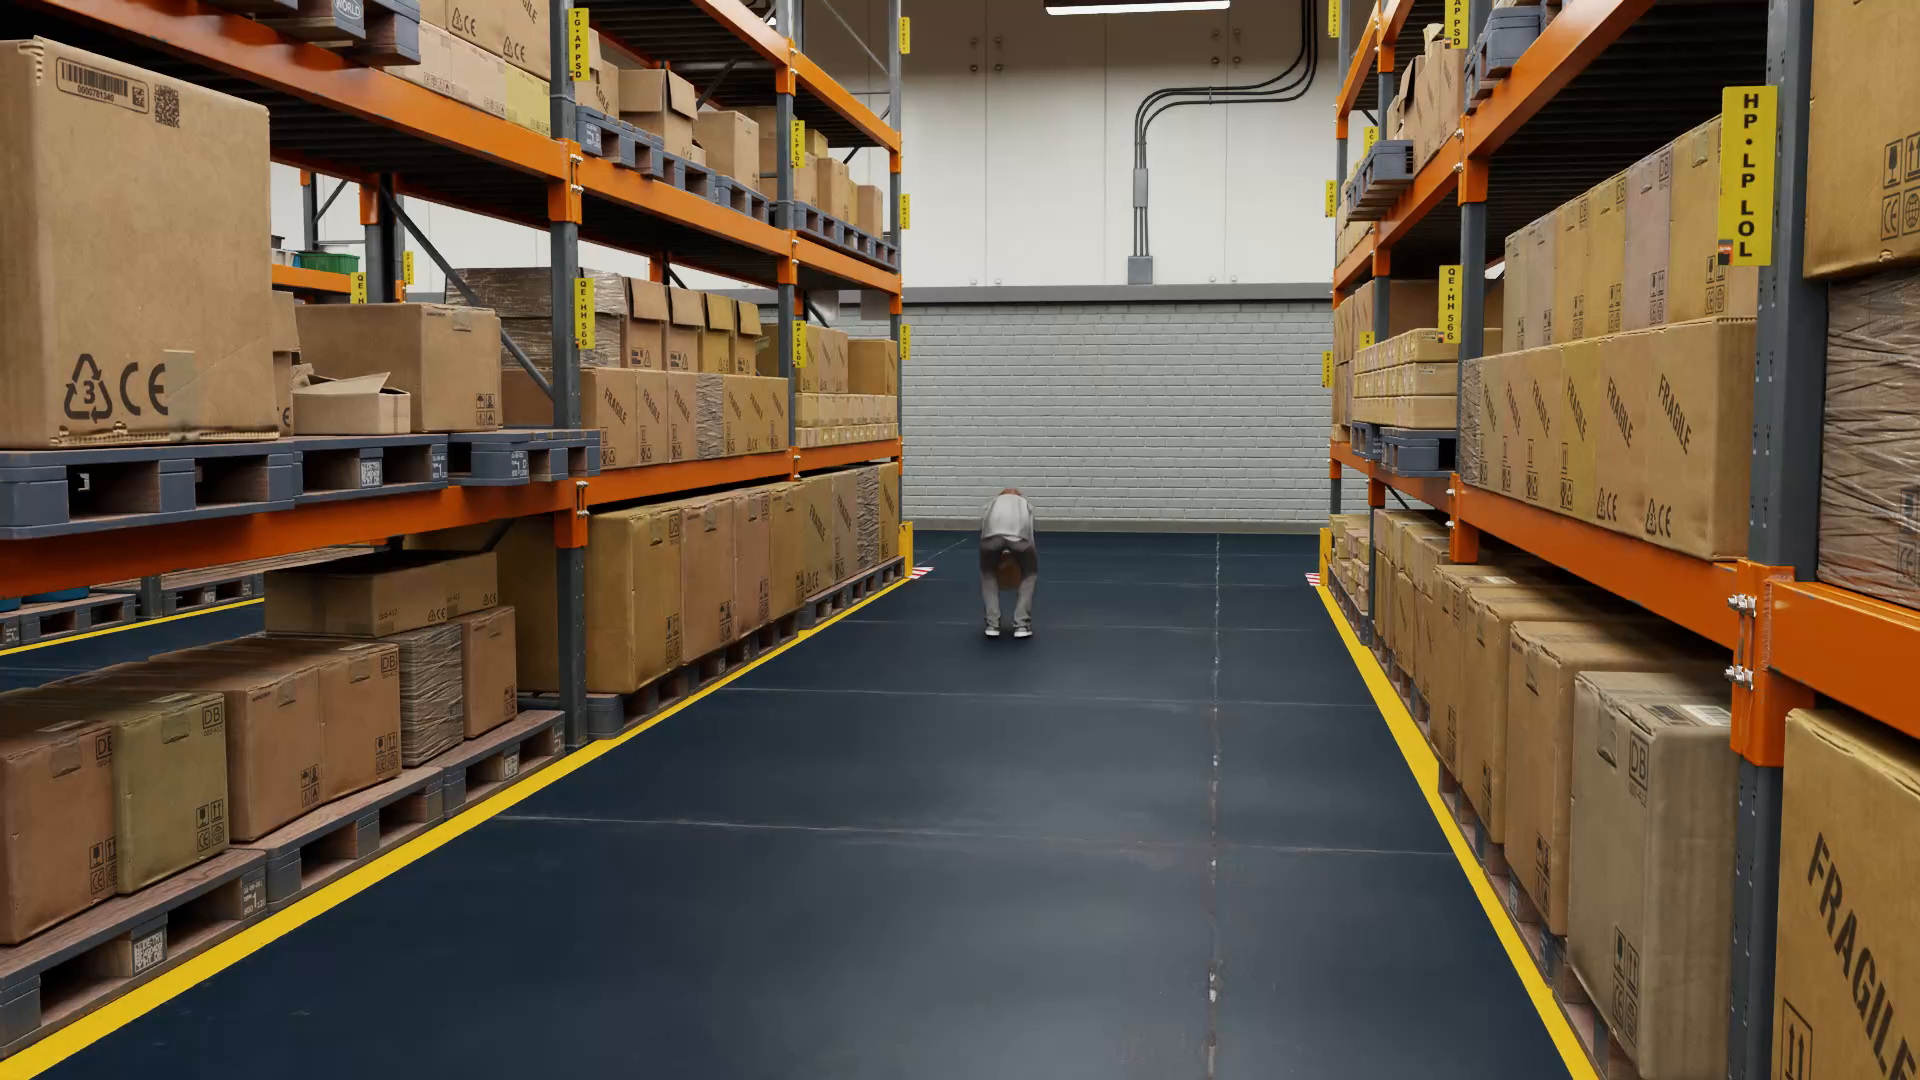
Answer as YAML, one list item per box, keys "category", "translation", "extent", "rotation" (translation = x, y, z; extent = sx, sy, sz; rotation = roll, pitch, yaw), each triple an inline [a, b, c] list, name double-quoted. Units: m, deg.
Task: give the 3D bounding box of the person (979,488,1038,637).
- category: "person"
  translation: [0.349, 0.157, 11.764]
  extent: [0.411, 1.018, 0.857]
  rotation: [0, 5, 6]
